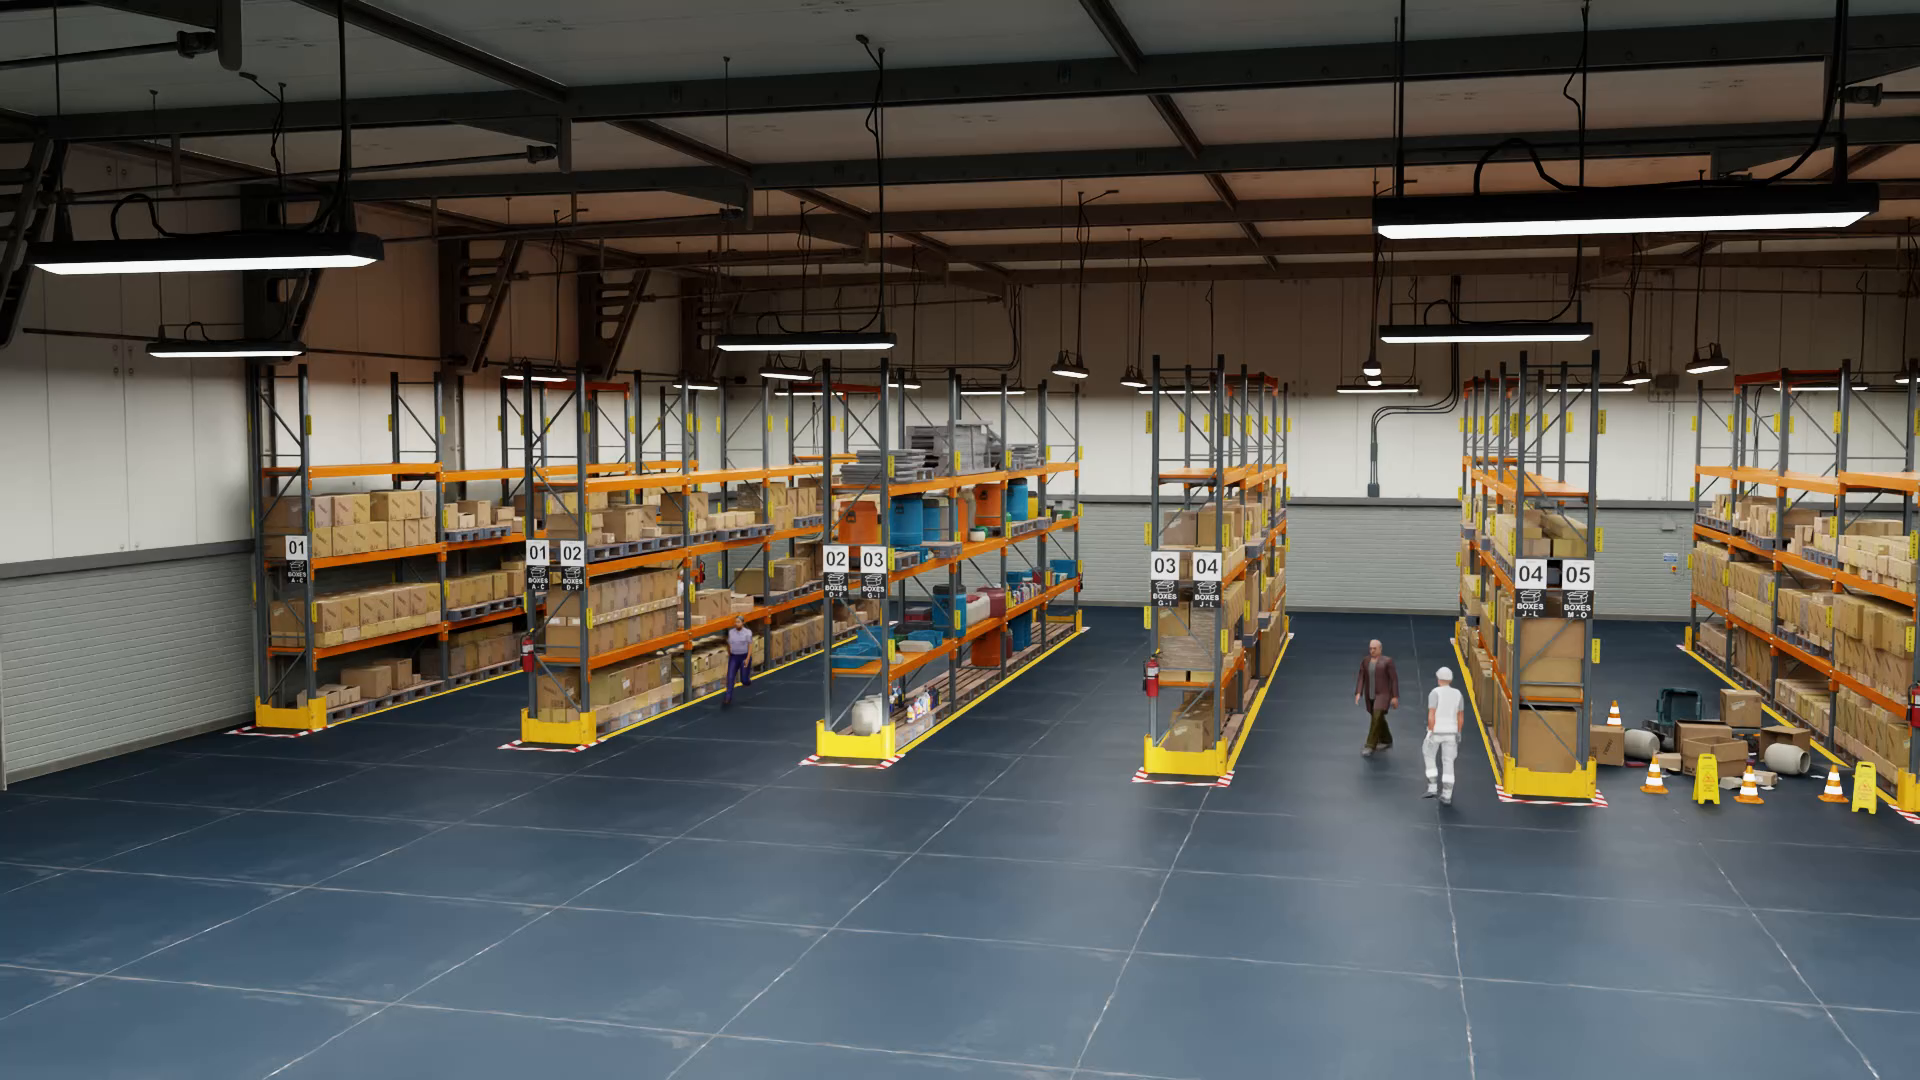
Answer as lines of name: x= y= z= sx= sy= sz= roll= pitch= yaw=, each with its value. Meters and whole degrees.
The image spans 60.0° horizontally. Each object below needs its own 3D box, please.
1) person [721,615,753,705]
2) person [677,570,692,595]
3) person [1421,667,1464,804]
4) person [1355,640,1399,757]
person: x=-3.948 y=2.126 z=29.653 sx=0.507 sy=1.562 sz=1.015 roll=0 pitch=4 yaw=1
person: x=-6.478 y=1.502 z=38.794 sx=0.492 sy=1.609 sz=0.963 roll=0 pitch=4 yaw=2
person: x=6.438 y=2.597 z=22.085 sx=0.540 sy=1.807 sz=0.542 roll=0 pitch=4 yaw=1
person: x=6.272 y=2.374 z=25.167 sx=1.064 sy=1.735 sz=0.611 roll=-3 pitch=5 yaw=-39
